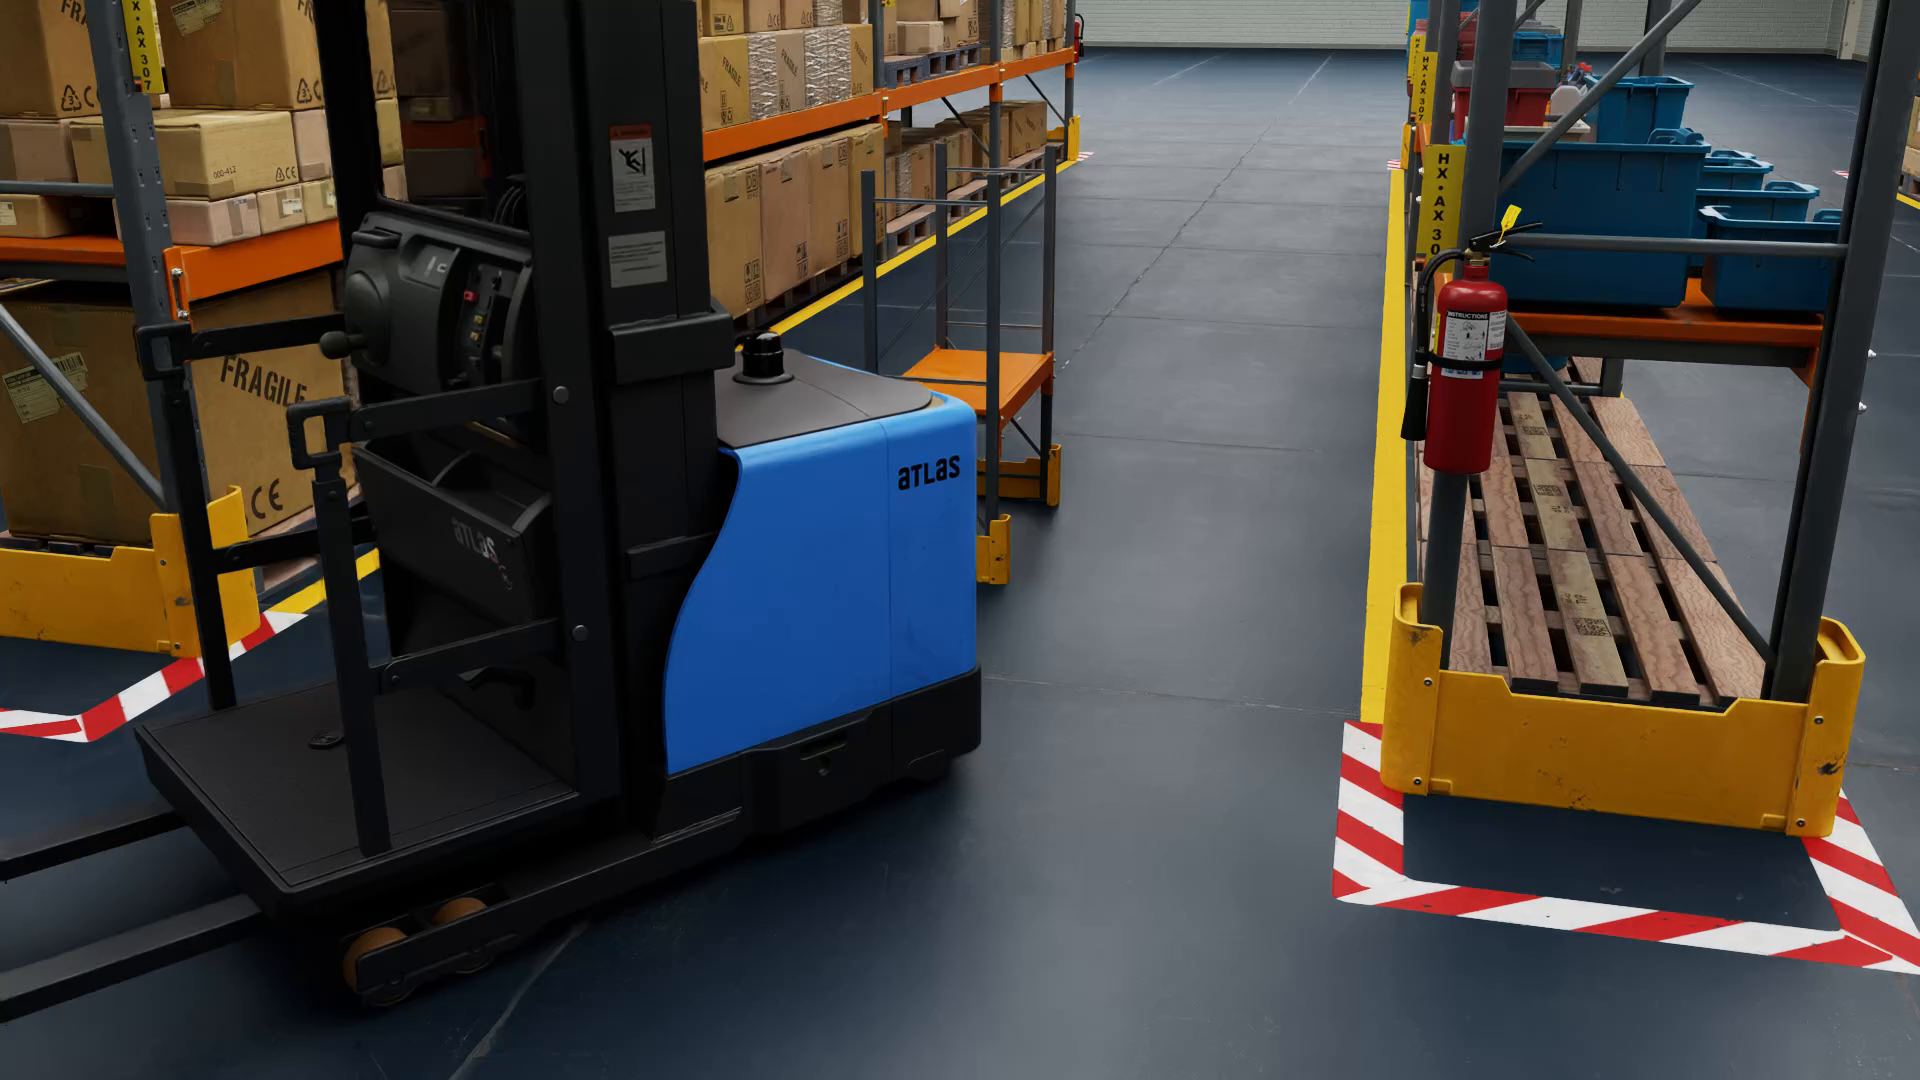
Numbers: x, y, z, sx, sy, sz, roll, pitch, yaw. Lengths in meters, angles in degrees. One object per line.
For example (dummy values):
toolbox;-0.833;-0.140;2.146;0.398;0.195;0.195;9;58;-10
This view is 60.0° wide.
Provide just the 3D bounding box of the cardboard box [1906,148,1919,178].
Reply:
cardboard box;9.899;-3.793;16.755;0.500;0.250;0.500;5;19;13

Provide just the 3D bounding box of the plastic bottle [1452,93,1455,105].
plastic bottle;2.548;-2.161;8.553;0.061;0.283;0.133;5;19;13

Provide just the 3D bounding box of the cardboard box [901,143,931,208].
cardboard box;-0.673;-3.225;14.677;0.700;0.500;0.500;6;20;18

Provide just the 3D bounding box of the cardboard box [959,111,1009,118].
cardboard box;0.249;-4.408;18.170;0.500;0.500;0.500;3;19;9

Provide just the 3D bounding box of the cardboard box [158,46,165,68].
cardboard box;-5.914;-3.460;11.917;0.380;0.149;0.250;4;19;11

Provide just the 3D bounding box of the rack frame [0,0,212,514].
rack frame;-3.027;-1.128;5.349;1.000;3.000;0.127;5;19;13

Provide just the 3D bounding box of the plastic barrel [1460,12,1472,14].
plastic barrel;4.261;-4.280;14.367;0.433;0.535;0.433;0;19;0

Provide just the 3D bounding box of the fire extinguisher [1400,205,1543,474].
fire extinguisher;1.298;-0.512;4.244;0.296;0.674;0.183;5;19;13

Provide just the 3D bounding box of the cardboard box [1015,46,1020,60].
cardboard box;0.409;-5.051;17.223;0.380;0.149;0.250;5;19;13

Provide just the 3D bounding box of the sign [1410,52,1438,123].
sign;2.220;-2.166;7.959;0.100;0.325;0.005;5;19;13

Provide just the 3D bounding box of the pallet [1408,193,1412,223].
pallet;4.553;-2.929;14.937;1.003;0.211;1.213;5;19;13

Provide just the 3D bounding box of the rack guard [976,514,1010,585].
rack guard;-0.103;0.014;6.260;0.587;0.250;0.087;5;19;13

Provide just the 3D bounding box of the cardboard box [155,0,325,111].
cardboard box;-2.526;-1.838;6.041;0.500;0.500;0.500;4;19;12

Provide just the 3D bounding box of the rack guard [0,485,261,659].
rack guard;-3.033;0.062;5.731;1.175;0.500;0.348;5;19;13

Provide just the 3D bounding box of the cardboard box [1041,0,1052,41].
cardboard box;0.551;-5.841;18.534;0.875;0.500;0.500;5;19;13

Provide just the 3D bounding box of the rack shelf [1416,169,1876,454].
rack shelf;2.264;-1.023;6.156;1.077;0.370;4.000;5;19;13

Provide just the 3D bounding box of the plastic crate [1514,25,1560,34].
plastic crate;4.422;-3.757;12.947;0.402;0.464;0.583;5;19;13

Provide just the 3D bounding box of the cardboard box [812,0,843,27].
cardboard box;-1.267;-3.930;11.845;0.797;0.503;0.637;5;20;15

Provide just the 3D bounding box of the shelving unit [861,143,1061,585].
shelving unit;0.019;-0.734;6.515;0.587;1.500;1.083;5;19;13

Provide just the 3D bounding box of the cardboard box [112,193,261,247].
cardboard box;-2.620;-1.094;5.639;0.380;0.149;0.250;5;19;14

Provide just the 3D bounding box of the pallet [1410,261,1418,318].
pallet;3.578;-1.674;11.263;1.003;0.211;1.213;5;19;13

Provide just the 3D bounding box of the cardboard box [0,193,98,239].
cardboard box;-3.259;-1.147;5.793;0.380;0.149;0.250;5;19;14

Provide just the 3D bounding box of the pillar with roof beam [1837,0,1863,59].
pillar with roof beam;19.115;-17.264;43.308;9.100;9.000;0.400;5;19;13

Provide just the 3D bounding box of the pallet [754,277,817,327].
pallet;-1.638;-1.694;11.319;1.003;0.211;1.213;5;19;13

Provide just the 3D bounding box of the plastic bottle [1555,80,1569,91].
plastic bottle;3.481;-2.514;9.607;0.097;0.271;0.097;0;19;0

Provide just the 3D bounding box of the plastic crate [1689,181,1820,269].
plastic crate;2.316;-0.944;4.976;0.416;0.233;0.300;5;19;13

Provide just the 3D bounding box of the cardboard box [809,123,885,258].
cardboard box;-1.261;-2.614;12.338;1.225;0.875;0.875;4;19;11

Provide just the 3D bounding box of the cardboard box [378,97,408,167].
cardboard box;-2.401;-1.648;6.642;0.500;0.250;0.500;4;19;12

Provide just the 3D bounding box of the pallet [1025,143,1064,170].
pallet;0.631;-4.548;19.675;1.003;0.211;1.213;5;19;13

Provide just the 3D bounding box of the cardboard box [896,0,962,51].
cardboard box;-0.429;-4.586;14.664;0.797;0.503;0.637;7;20;19

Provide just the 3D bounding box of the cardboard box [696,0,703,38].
cardboard box;-1.902;-3.105;9.430;0.797;0.503;0.637;4;19;12

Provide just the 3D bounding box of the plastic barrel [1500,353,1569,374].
plastic barrel;2.902;-1.365;8.641;0.600;0.901;0.708;5;19;13

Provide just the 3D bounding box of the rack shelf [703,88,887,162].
rack shelf;-1.561;-2.668;10.971;1.077;0.370;4.000;5;19;13

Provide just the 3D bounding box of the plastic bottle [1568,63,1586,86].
plastic bottle;3.687;-2.656;9.898;0.144;0.351;0.185;5;19;13

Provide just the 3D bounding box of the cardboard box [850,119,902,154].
cardboard box;-0.818;-3.395;14.013;0.500;0.250;0.500;7;20;20

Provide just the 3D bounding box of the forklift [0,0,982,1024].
forklift;-1.386;-0.549;3.761;3.031;2.935;1.130;-16;24;-38

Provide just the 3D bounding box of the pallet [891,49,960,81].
pallet;-0.629;-4.168;14.547;1.003;0.211;1.213;5;19;13

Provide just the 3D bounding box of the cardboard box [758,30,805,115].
cardboard box;-1.329;-3.030;10.764;0.500;0.500;0.500;5;19;14

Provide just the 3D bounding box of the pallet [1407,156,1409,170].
pallet;5.508;-4.150;18.512;1.003;0.211;1.213;5;19;13

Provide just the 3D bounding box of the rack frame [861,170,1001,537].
rack frame;-0.103;-0.577;6.057;0.500;1.500;0.032;5;19;13

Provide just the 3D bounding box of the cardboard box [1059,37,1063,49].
cardboard box;1.013;-5.918;19.763;0.380;0.149;0.250;5;19;13

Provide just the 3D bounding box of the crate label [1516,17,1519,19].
crate label;5.497;-5.170;17.129;0.502;0.435;0.616;5;19;13

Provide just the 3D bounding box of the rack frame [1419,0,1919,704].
rack frame;1.776;-0.737;4.204;1.000;3.000;0.127;5;19;13

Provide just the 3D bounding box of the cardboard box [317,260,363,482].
cardboard box;-2.726;-0.813;7.066;0.875;0.875;0.875;5;19;13
